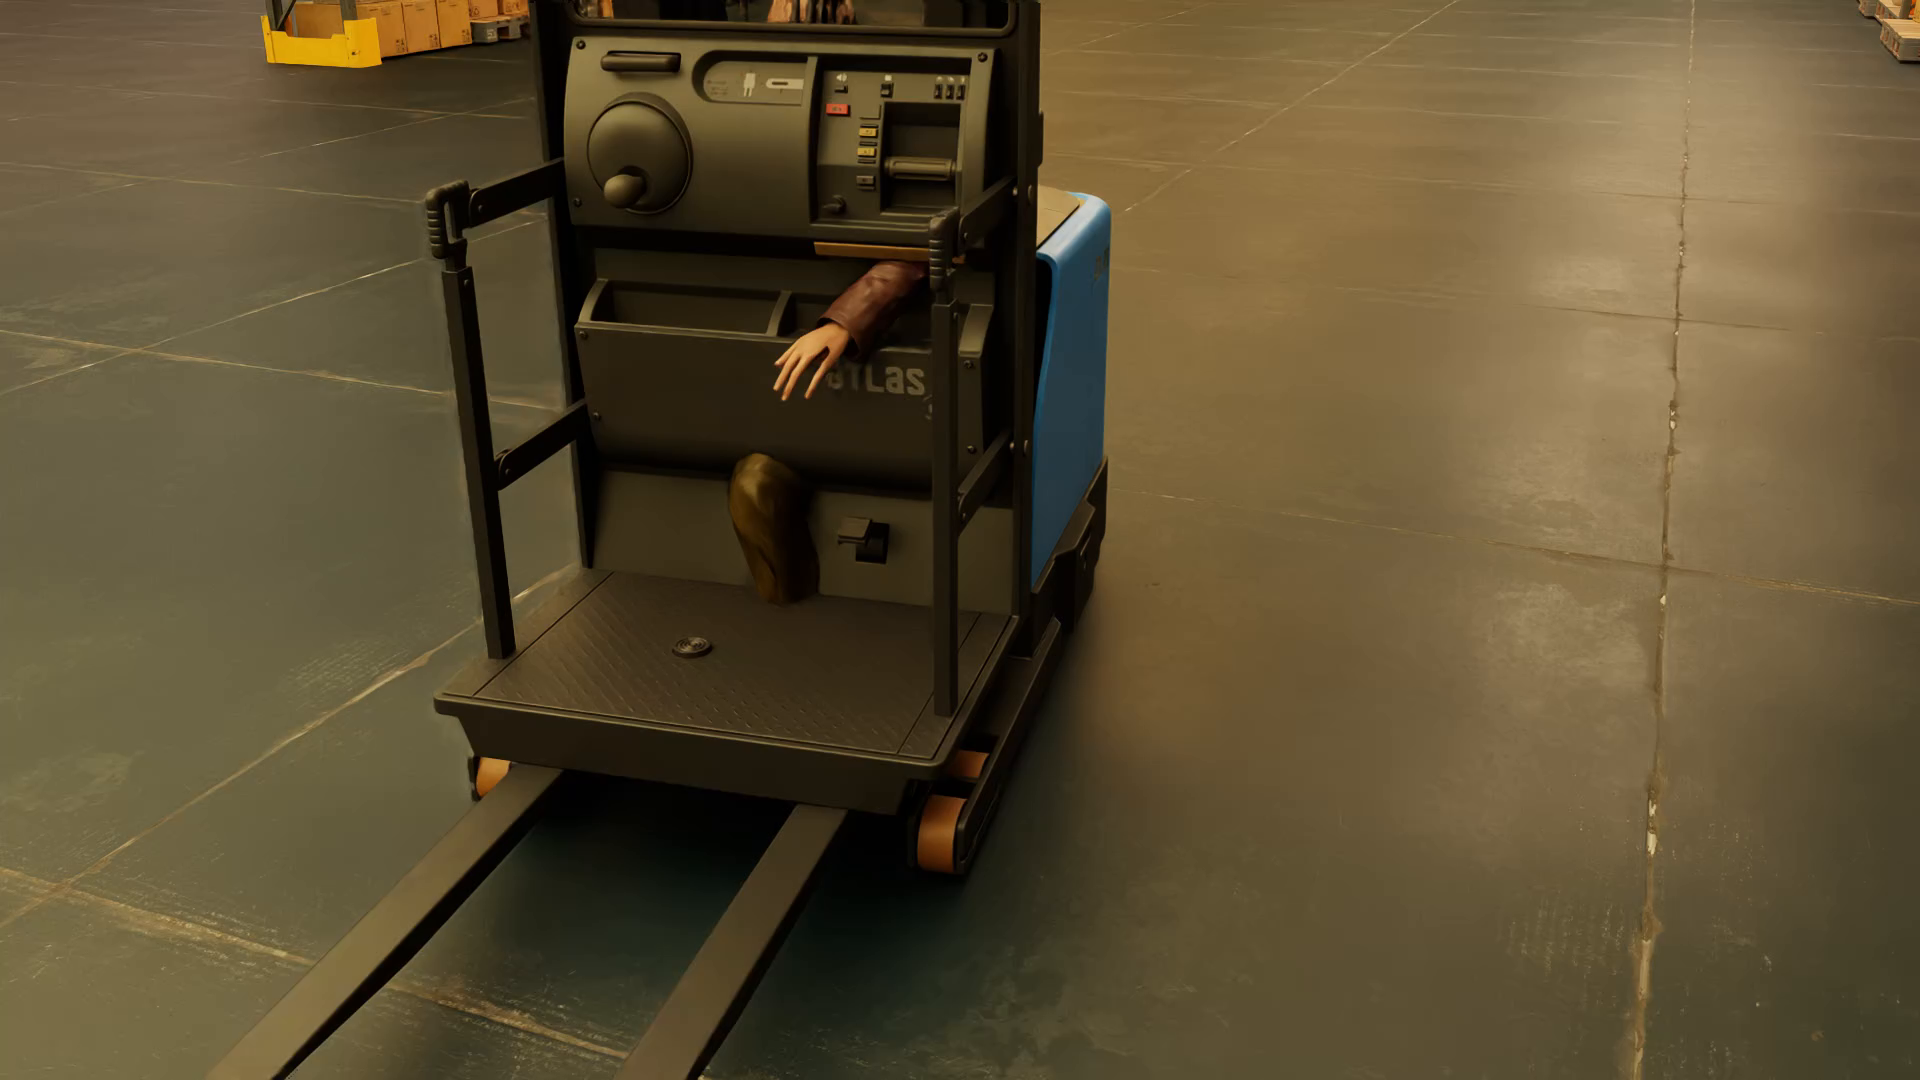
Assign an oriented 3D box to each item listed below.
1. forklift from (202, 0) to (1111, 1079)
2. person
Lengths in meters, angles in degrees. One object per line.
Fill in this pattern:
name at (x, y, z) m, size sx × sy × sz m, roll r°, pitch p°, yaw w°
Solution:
forklift at (-0.439, -0.825, 3.266) m, size 1.130 × 2.935 × 3.031 m, roll 6°, pitch 23°, yaw 14°
person at (-0.483, -0.418, 3.885) m, size 0.712 × 1.679 × 0.989 m, roll -14°, pitch 27°, yaw -30°
